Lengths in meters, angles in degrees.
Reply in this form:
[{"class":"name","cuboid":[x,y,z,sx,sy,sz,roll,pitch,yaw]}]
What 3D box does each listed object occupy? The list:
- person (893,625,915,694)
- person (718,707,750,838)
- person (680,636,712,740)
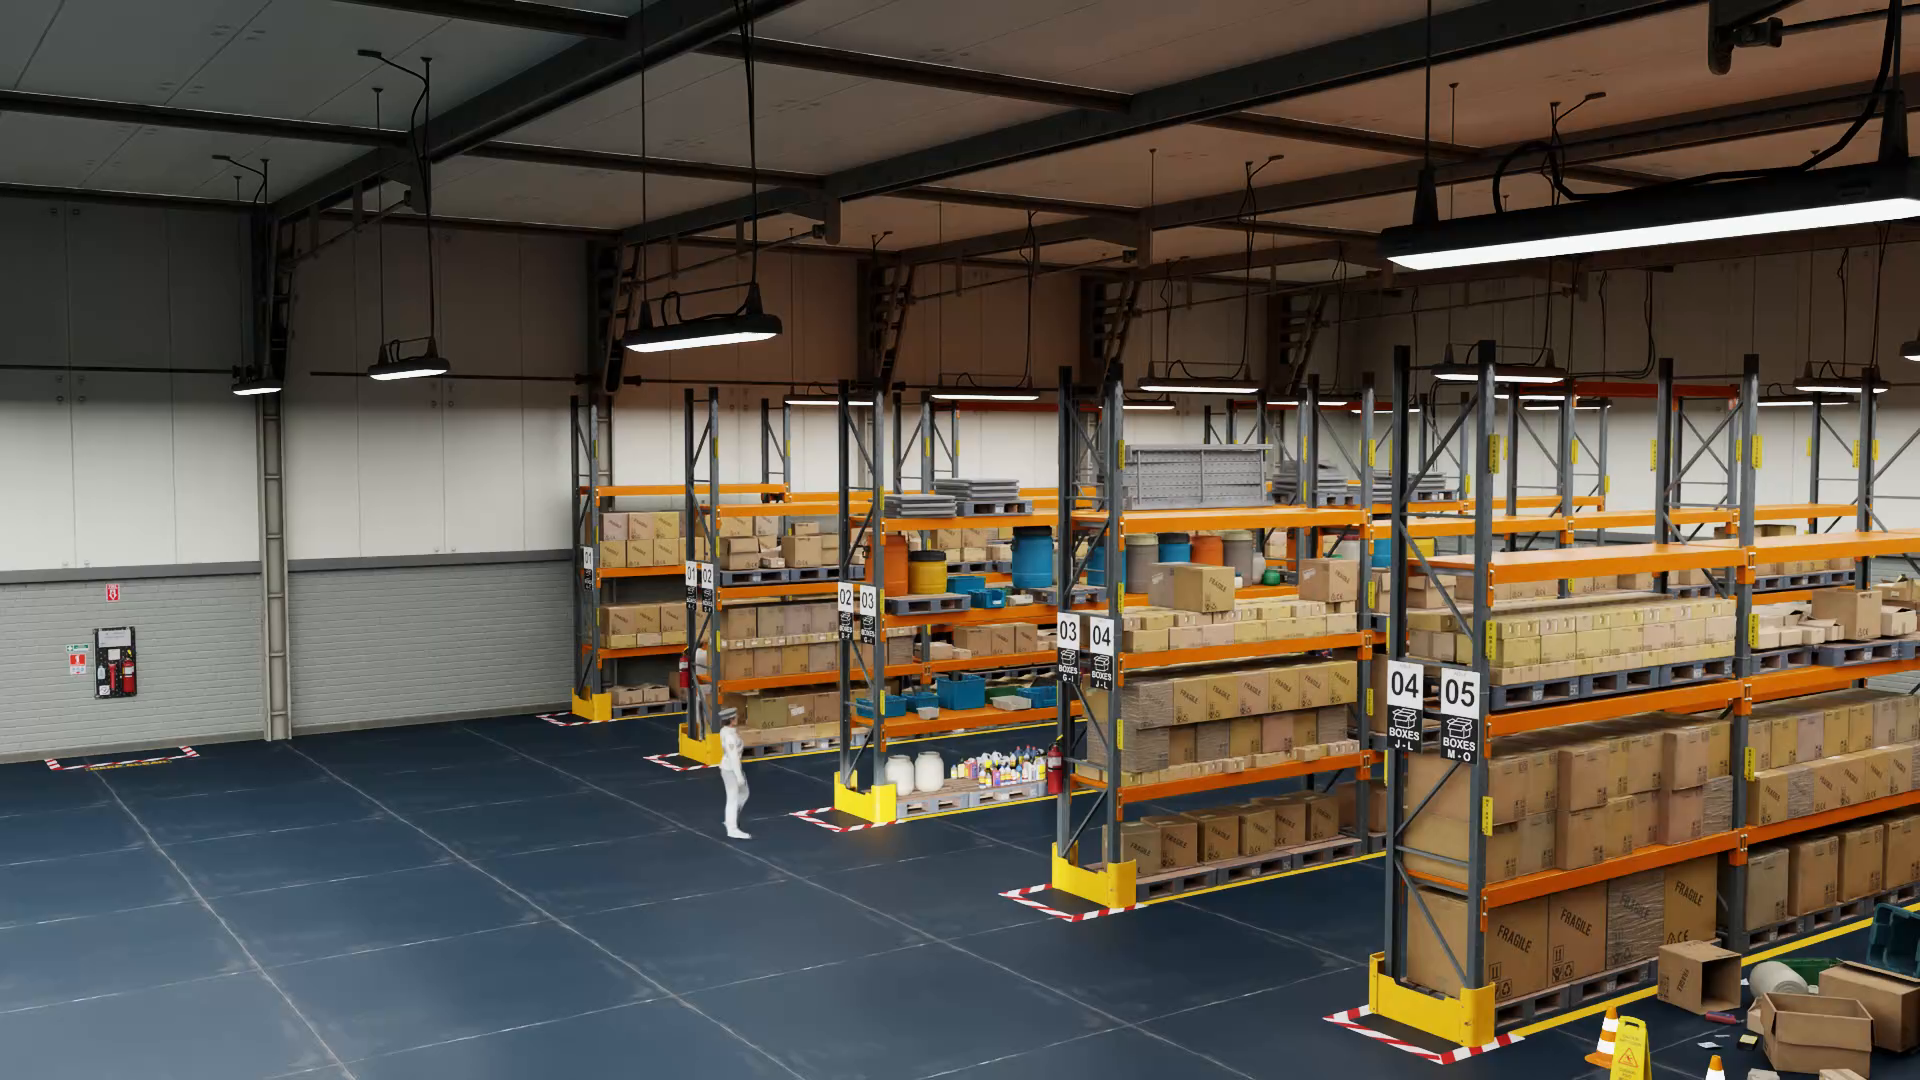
[{"class":"person","cuboid":[-1.134,2.245,32.673,0.393,1.660,0.609,3,5,42]},{"class":"person","cuboid":[-2.941,3.029,21.662,0.400,1.710,0.525,0,3,-2]},{"class":"person","cuboid":[-4.502,2.614,28.583,0.684,1.729,0.413,-3,4,-40]}]
